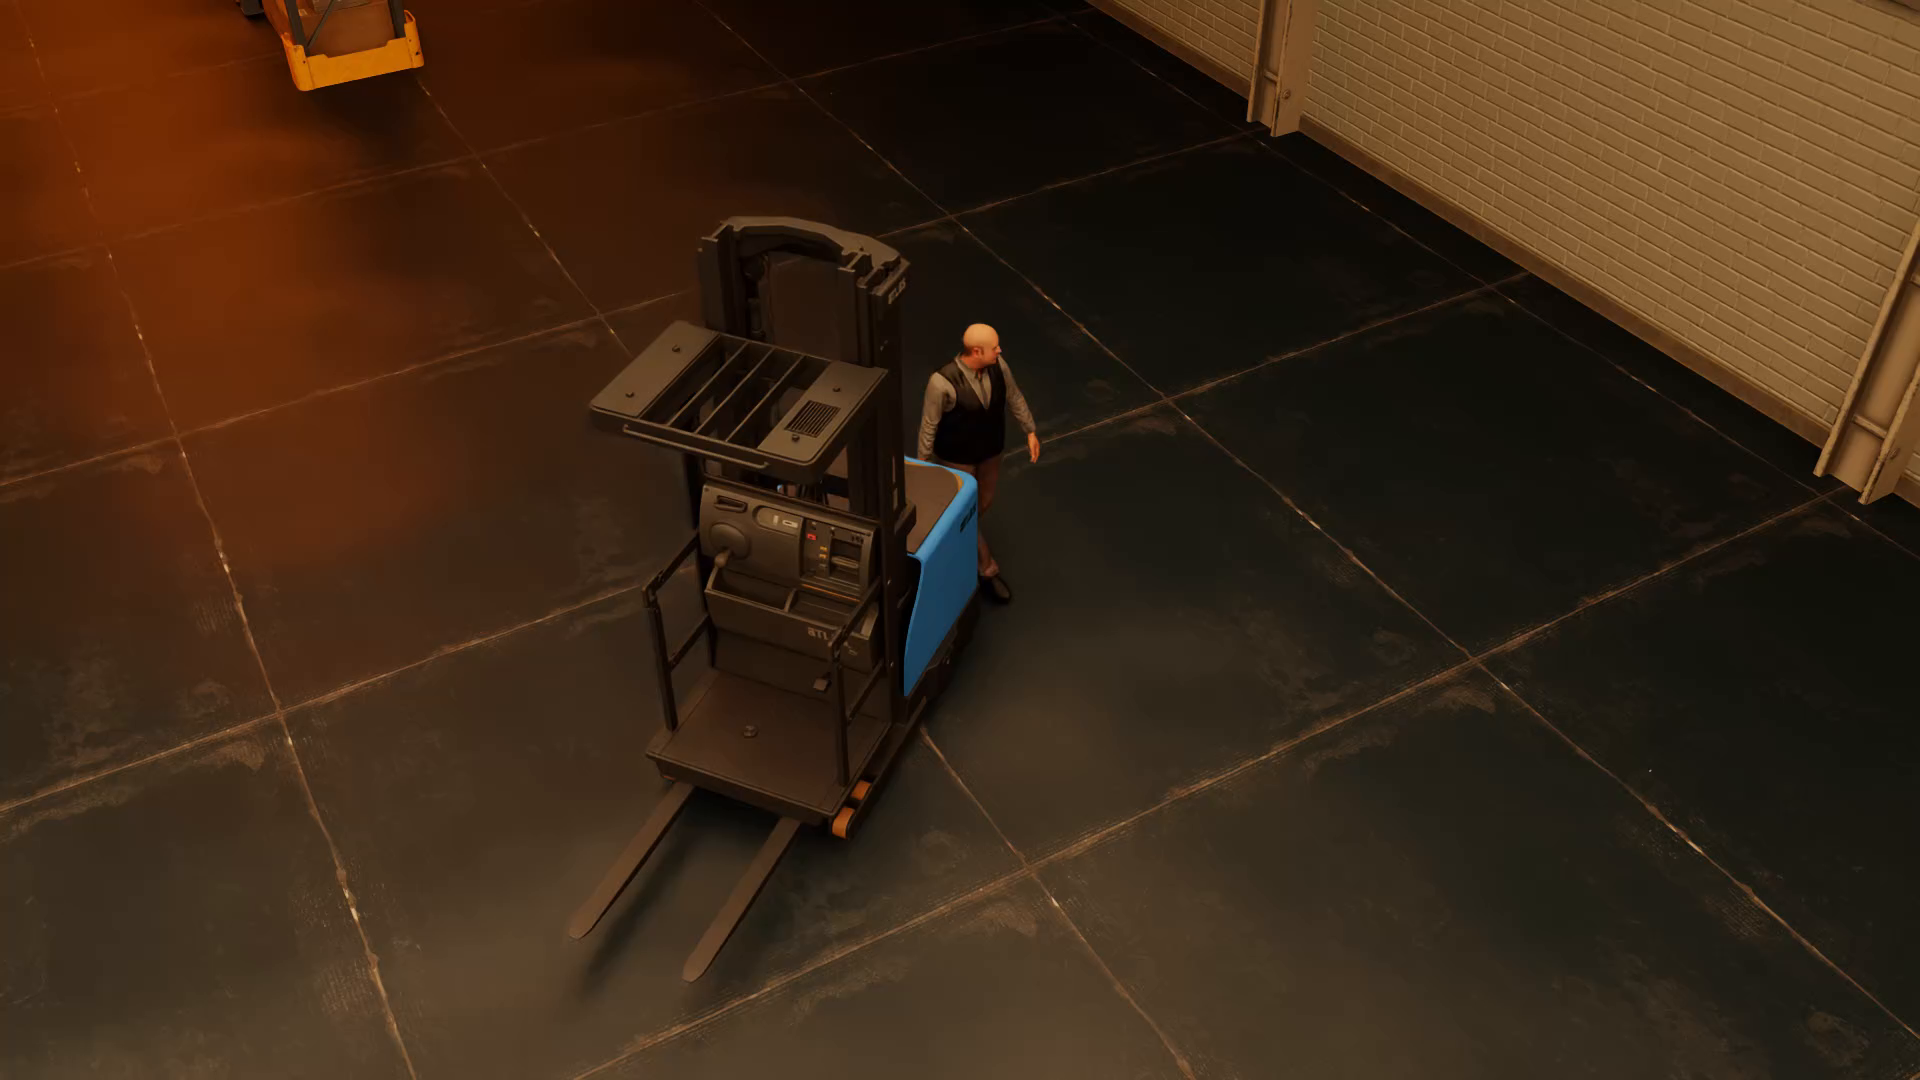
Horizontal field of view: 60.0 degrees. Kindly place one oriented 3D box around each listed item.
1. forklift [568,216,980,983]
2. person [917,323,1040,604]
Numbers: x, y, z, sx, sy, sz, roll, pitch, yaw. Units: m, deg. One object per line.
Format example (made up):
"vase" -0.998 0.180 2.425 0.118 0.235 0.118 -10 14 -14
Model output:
"forklift" -0.930 0.084 7.935 1.130 2.935 3.031 15 42 18
"person" 0.133 -0.467 9.572 0.707 1.693 0.785 -28 47 -29
